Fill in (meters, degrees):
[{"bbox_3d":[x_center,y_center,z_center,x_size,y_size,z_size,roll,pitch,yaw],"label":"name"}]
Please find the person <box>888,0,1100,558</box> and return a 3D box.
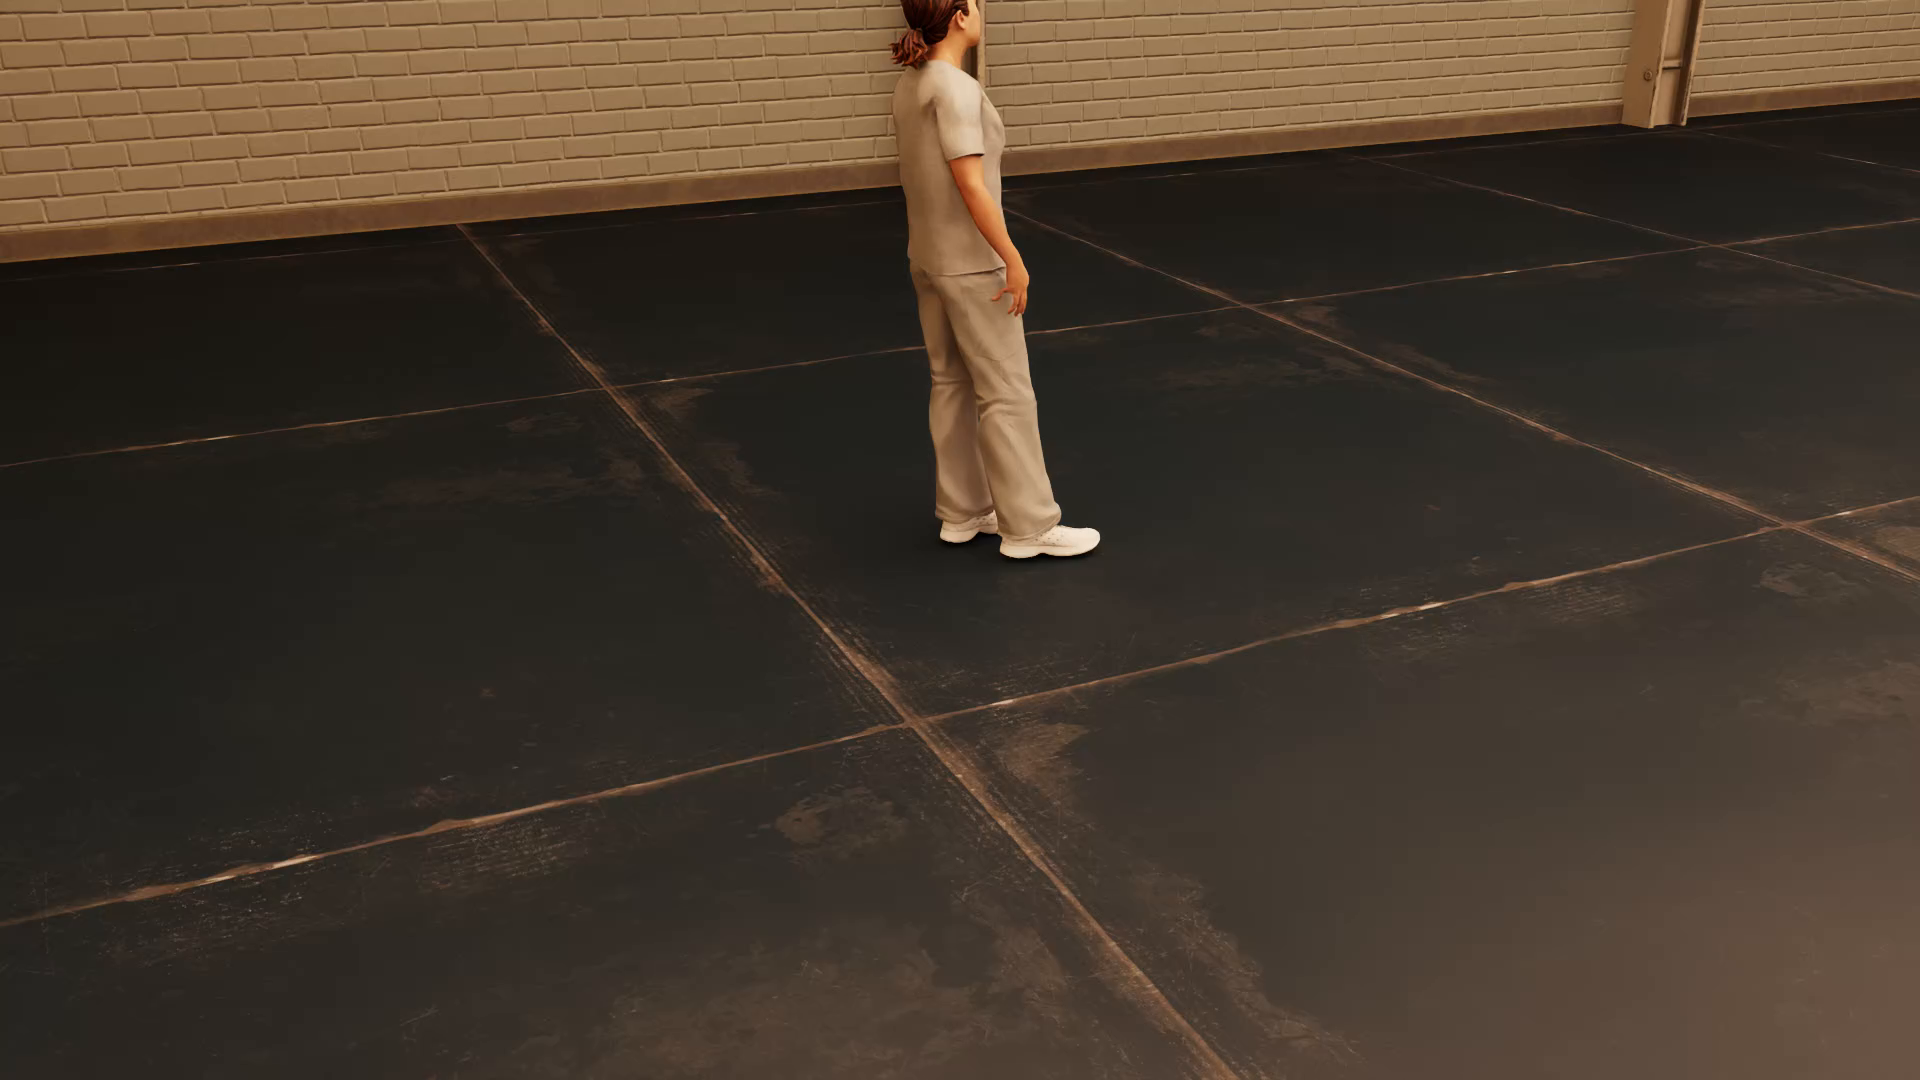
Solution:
[{"bbox_3d":[0.073,-0.788,4.800,0.548,1.673,0.549,-10,25,-23],"label":"person"}]
